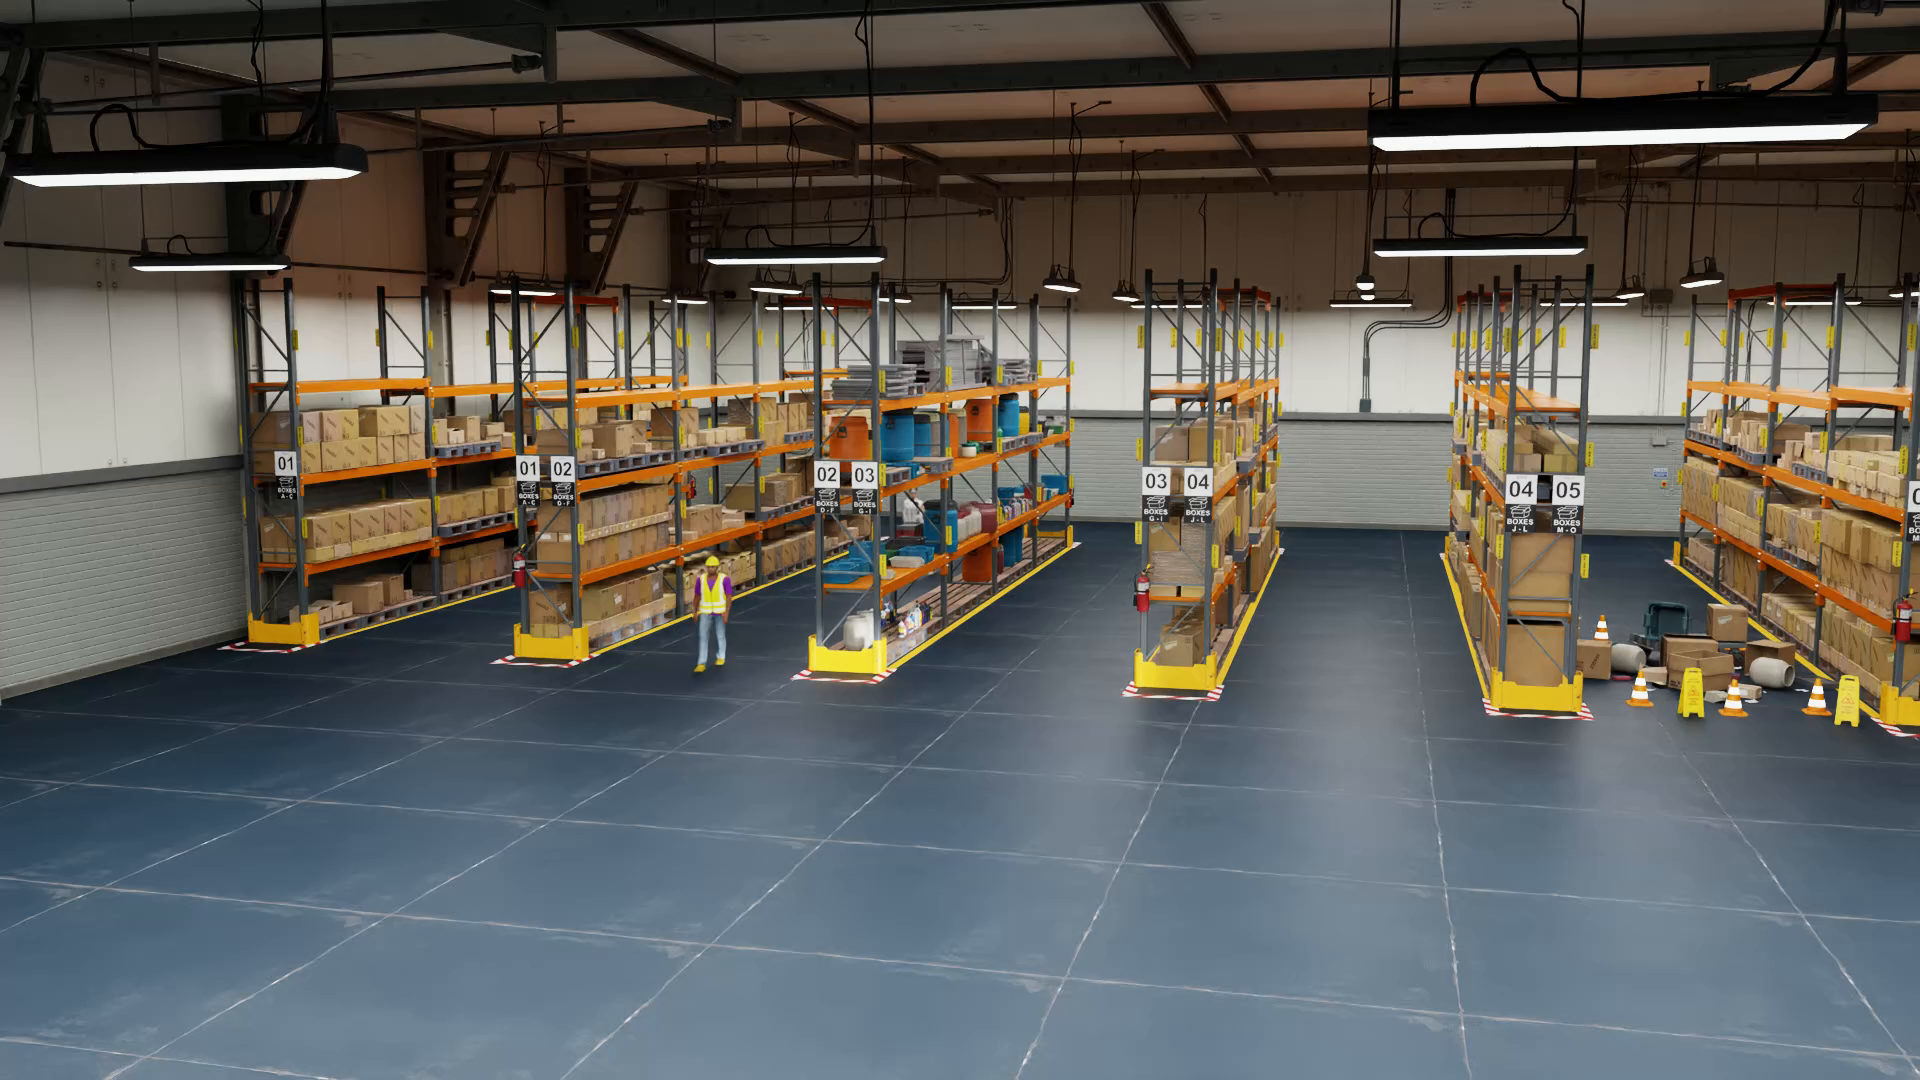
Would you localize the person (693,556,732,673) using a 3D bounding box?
[{"bbox_3d":[-3.765,1.105,25.236,0.609,1.714,0.961,0,7,-4],"label":"person"}]

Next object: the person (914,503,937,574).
[{"bbox_3d":[-0.673,-0.028,35.502,0.570,1.575,0.695,3,7,24],"label":"person"}]

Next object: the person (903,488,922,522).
[{"bbox_3d":[-1.077,-0.410,38.331,0.504,1.611,1.051,0,7,3],"label":"person"}]
